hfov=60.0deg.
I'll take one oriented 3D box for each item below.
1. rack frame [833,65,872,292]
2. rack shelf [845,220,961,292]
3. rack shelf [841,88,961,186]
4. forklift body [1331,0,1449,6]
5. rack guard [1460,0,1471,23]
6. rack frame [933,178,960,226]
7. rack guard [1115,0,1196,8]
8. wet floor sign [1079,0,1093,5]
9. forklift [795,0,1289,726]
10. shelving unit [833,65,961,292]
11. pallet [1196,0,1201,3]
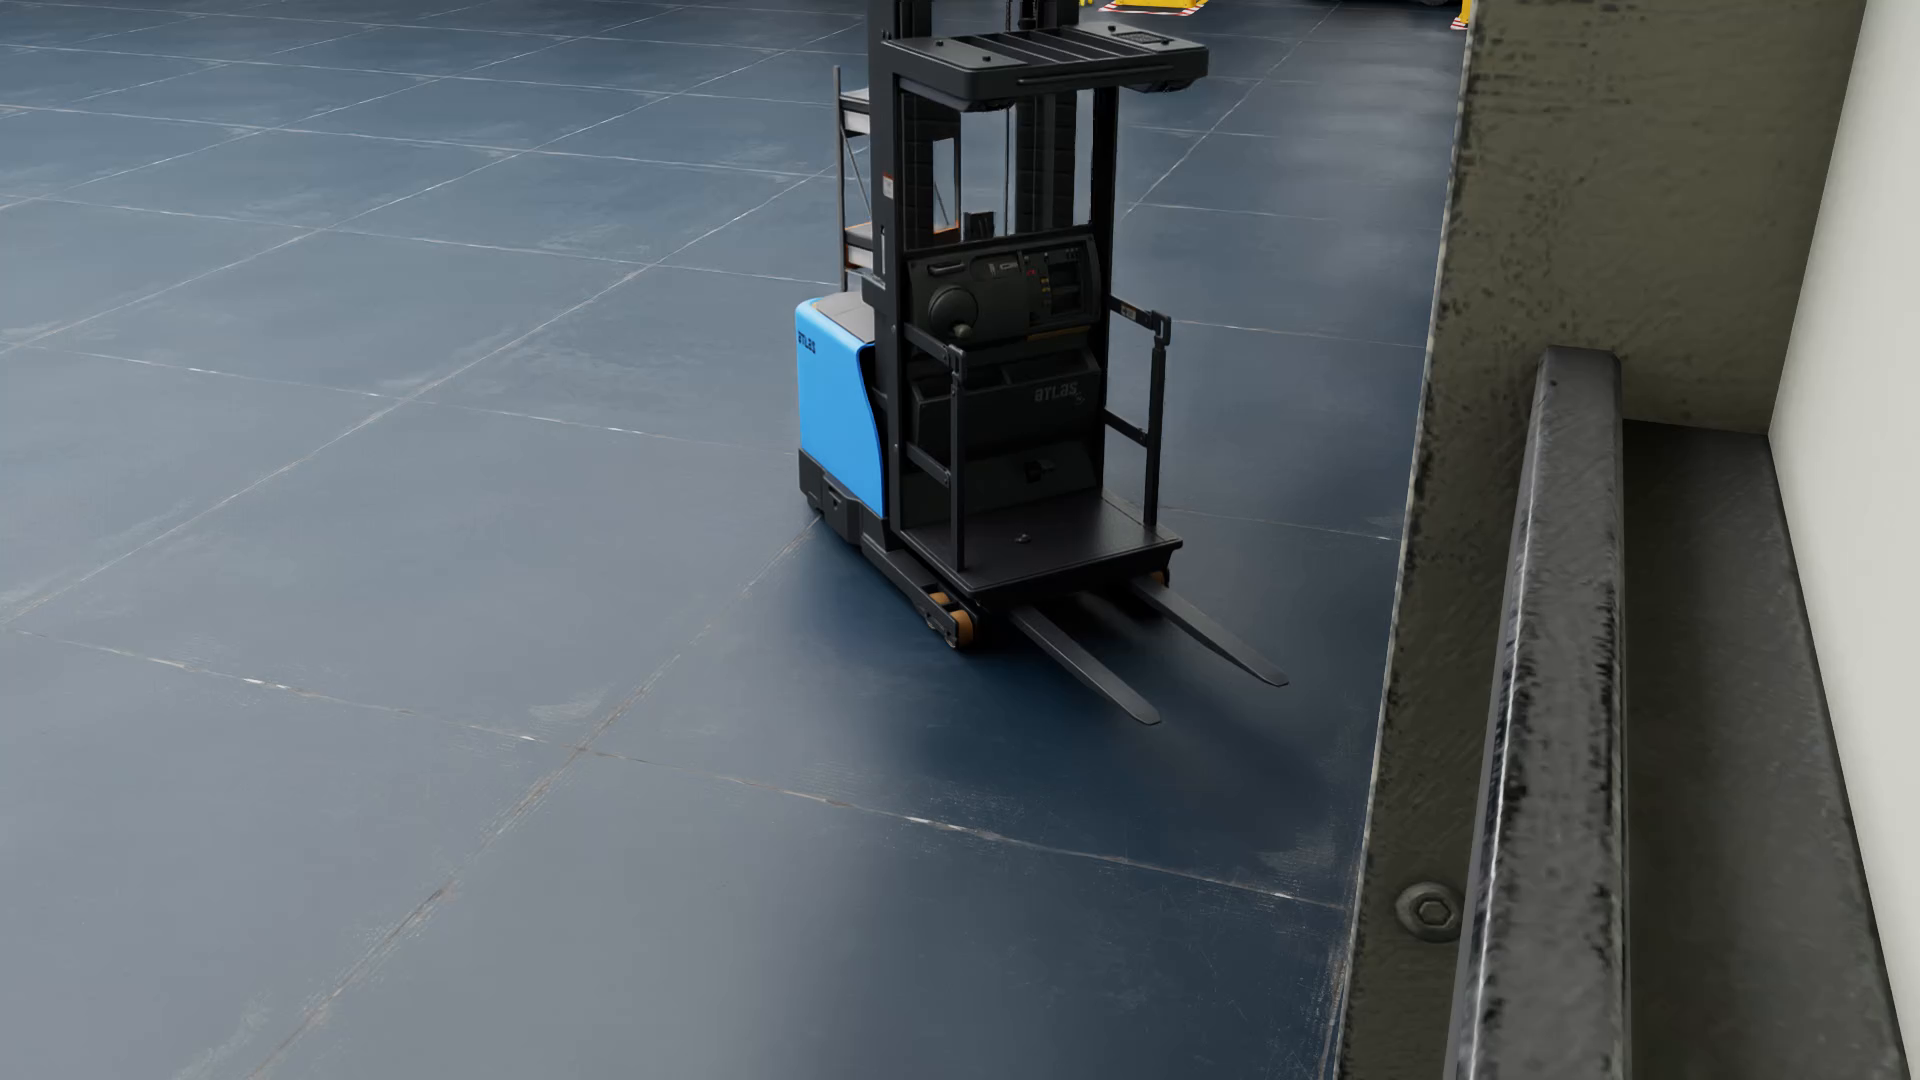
[{"bbox_3d":[-0.489,-1.376,8.683,0.400,2.100,0.015,23,34,39],"label":"rack frame"},{"bbox_3d":[-0.317,-1.440,8.845,0.431,0.518,0.480,23,34,39],"label":"rack shelf"},{"bbox_3d":[-0.317,-2.070,8.540,0.431,0.518,0.480,23,34,39],"label":"rack shelf"},{"bbox_3d":[6.460,-9.181,24.744,2.313,2.155,1.214,9,27,17],"label":"forklift body"},{"bbox_3d":[7.541,-7.384,22.927,1.175,0.500,0.348,9,27,17],"label":"rack guard"},{"bbox_3d":[-0.145,-1.527,8.995,0.400,2.100,0.015,23,34,39],"label":"rack frame"},{"bbox_3d":[2.892,-8.143,24.496,1.175,0.500,0.348,9,27,17],"label":"rack guard"},{"bbox_3d":[1.795,-8.255,24.559,0.267,0.644,0.232,20,32,35],"label":"wet floor sign"},{"bbox_3d":[0.303,-1.070,7.096,1.130,2.935,3.031,-13,29,-25],"label":"forklift"},{"bbox_3d":[-0.317,-1.452,8.839,0.431,2.100,0.503,23,34,39],"label":"shelving unit"},{"bbox_3d":[3.196,-8.342,25.237,1.003,0.211,1.213,9,27,17],"label":"pallet"}]
